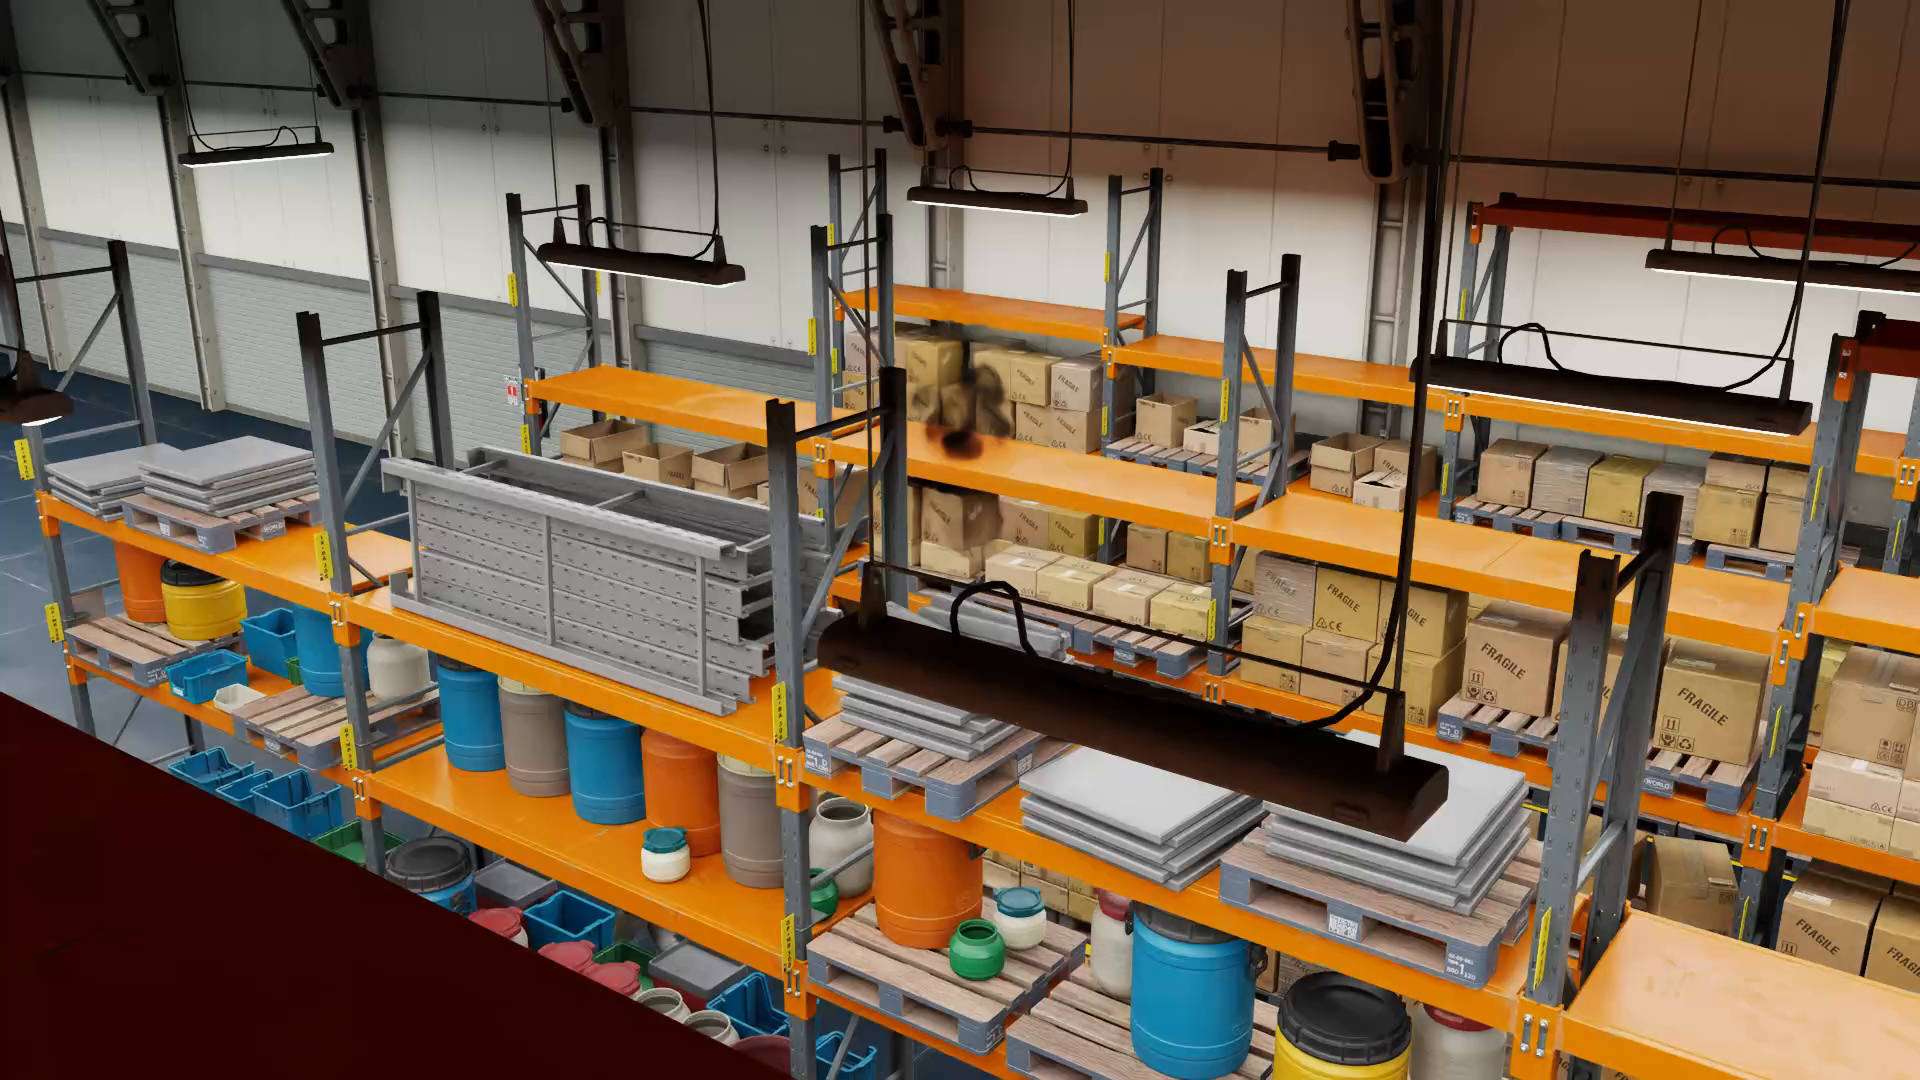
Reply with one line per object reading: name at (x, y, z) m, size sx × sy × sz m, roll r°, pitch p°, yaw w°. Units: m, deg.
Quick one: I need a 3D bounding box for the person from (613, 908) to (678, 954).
person at (-2.556, 2.960, 13.502) m, size 0.866 × 1.833 × 0.603 m, roll 11°, pitch 21°, yaw 30°
